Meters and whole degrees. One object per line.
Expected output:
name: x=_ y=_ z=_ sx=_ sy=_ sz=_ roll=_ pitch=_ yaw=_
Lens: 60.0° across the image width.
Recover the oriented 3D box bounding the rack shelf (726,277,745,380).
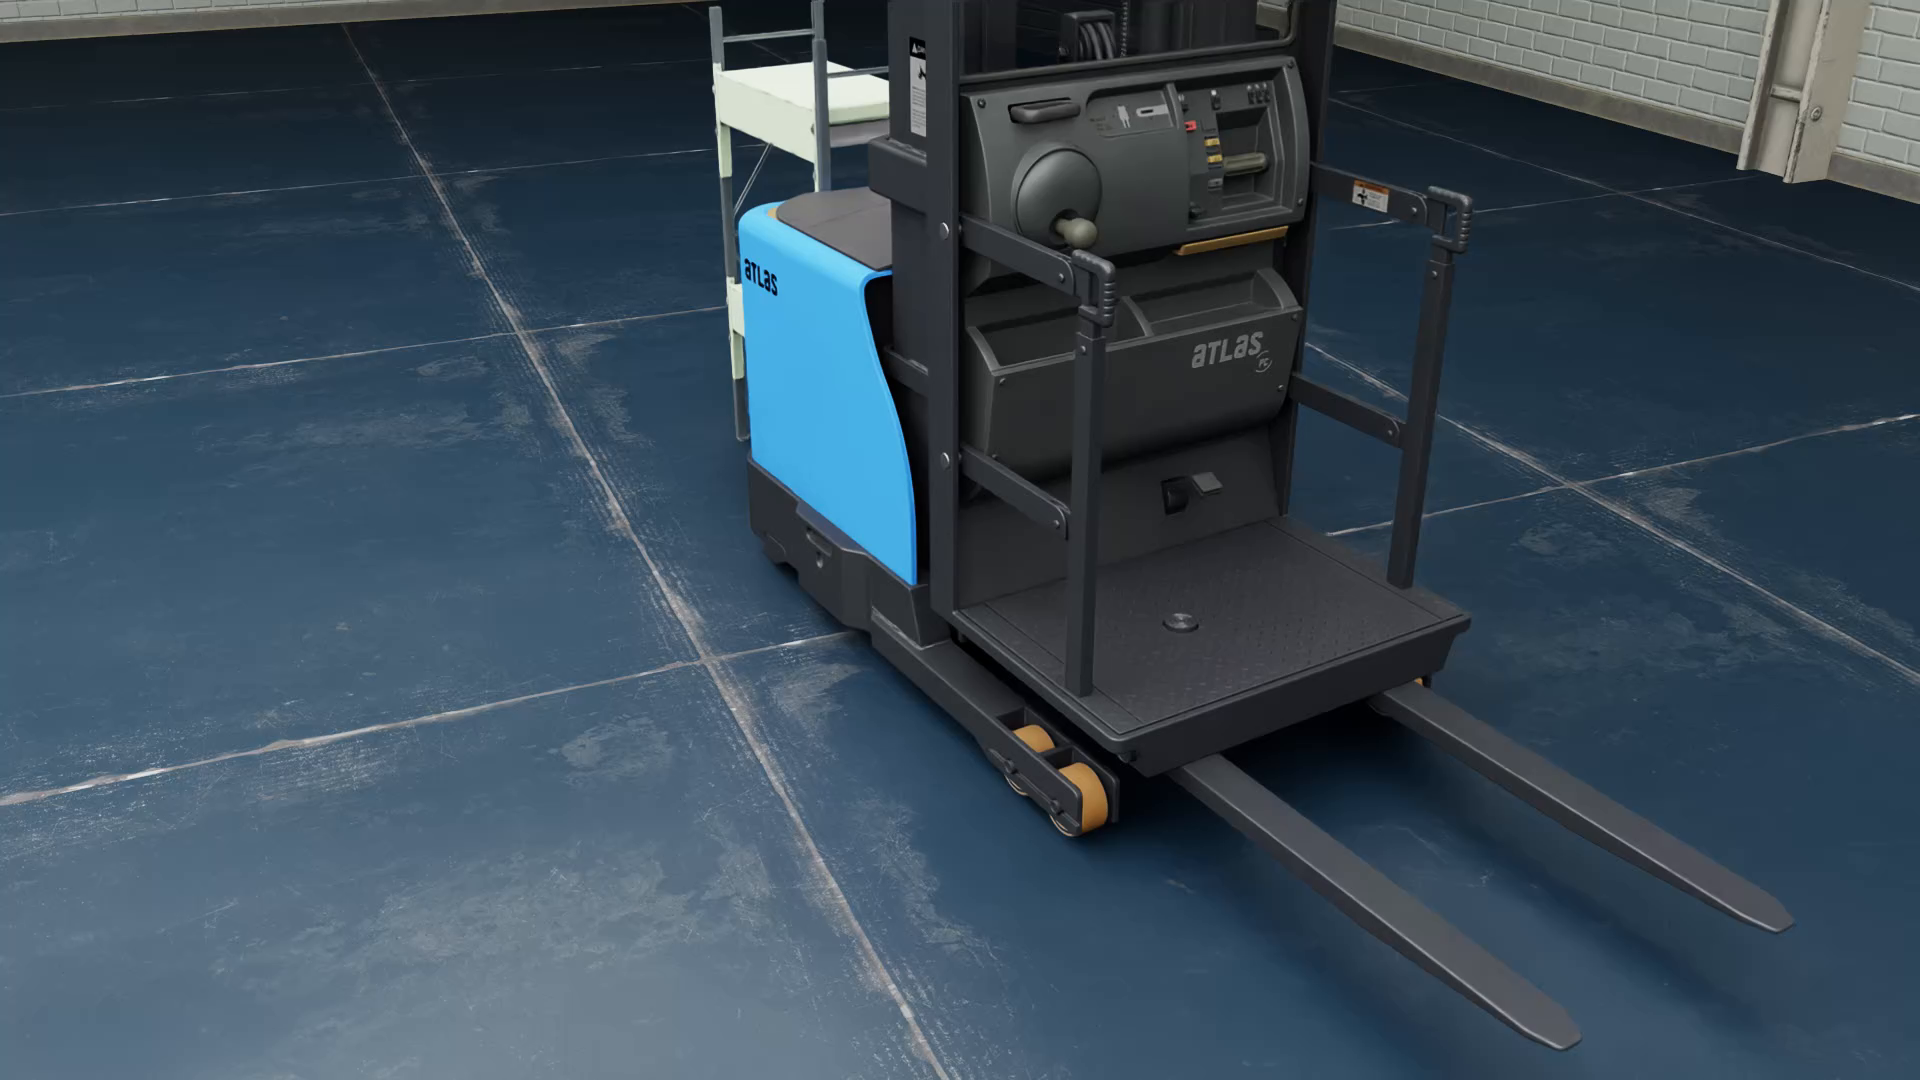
rack shelf: x=-0.439 y=-0.648 z=5.612 sx=0.431 sy=0.370 sz=0.720 roll=-15 pitch=30 yaw=-28

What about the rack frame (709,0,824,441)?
rack frame: x=-0.630 y=-1.078 z=5.749 sx=0.400 sy=1.500 sz=0.023 roll=-15 pitch=30 yaw=-28

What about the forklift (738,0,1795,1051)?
forklift: x=0.548 y=-0.866 z=3.683 sx=1.130 sy=2.935 sz=3.031 roll=-15 pitch=30 yaw=-28

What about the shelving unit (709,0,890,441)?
shelving unit: x=-0.439 y=-0.941 z=5.469 sx=0.431 sy=1.500 sz=0.755 roll=-15 pitch=30 yaw=-28

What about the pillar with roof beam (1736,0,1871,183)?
pillar with roof beam: x=0.776 y=-5.417 z=6.089 sx=9.100 sy=9.000 sz=0.400 roll=-11 pitch=28 yaw=-21

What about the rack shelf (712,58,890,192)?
rack shelf: x=-0.439 y=-1.292 z=5.297 sx=0.431 sy=0.370 sz=0.720 roll=-15 pitch=30 yaw=-28

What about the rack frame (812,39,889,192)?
rack frame: x=-0.248 y=-0.804 z=5.188 sx=0.400 sy=1.500 sz=0.023 roll=-15 pitch=30 yaw=-28

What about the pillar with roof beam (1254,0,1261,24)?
pillar with roof beam: x=-1.574 y=-7.840 z=11.050 sx=9.100 sy=9.000 sz=0.400 roll=-11 pitch=28 yaw=-21
